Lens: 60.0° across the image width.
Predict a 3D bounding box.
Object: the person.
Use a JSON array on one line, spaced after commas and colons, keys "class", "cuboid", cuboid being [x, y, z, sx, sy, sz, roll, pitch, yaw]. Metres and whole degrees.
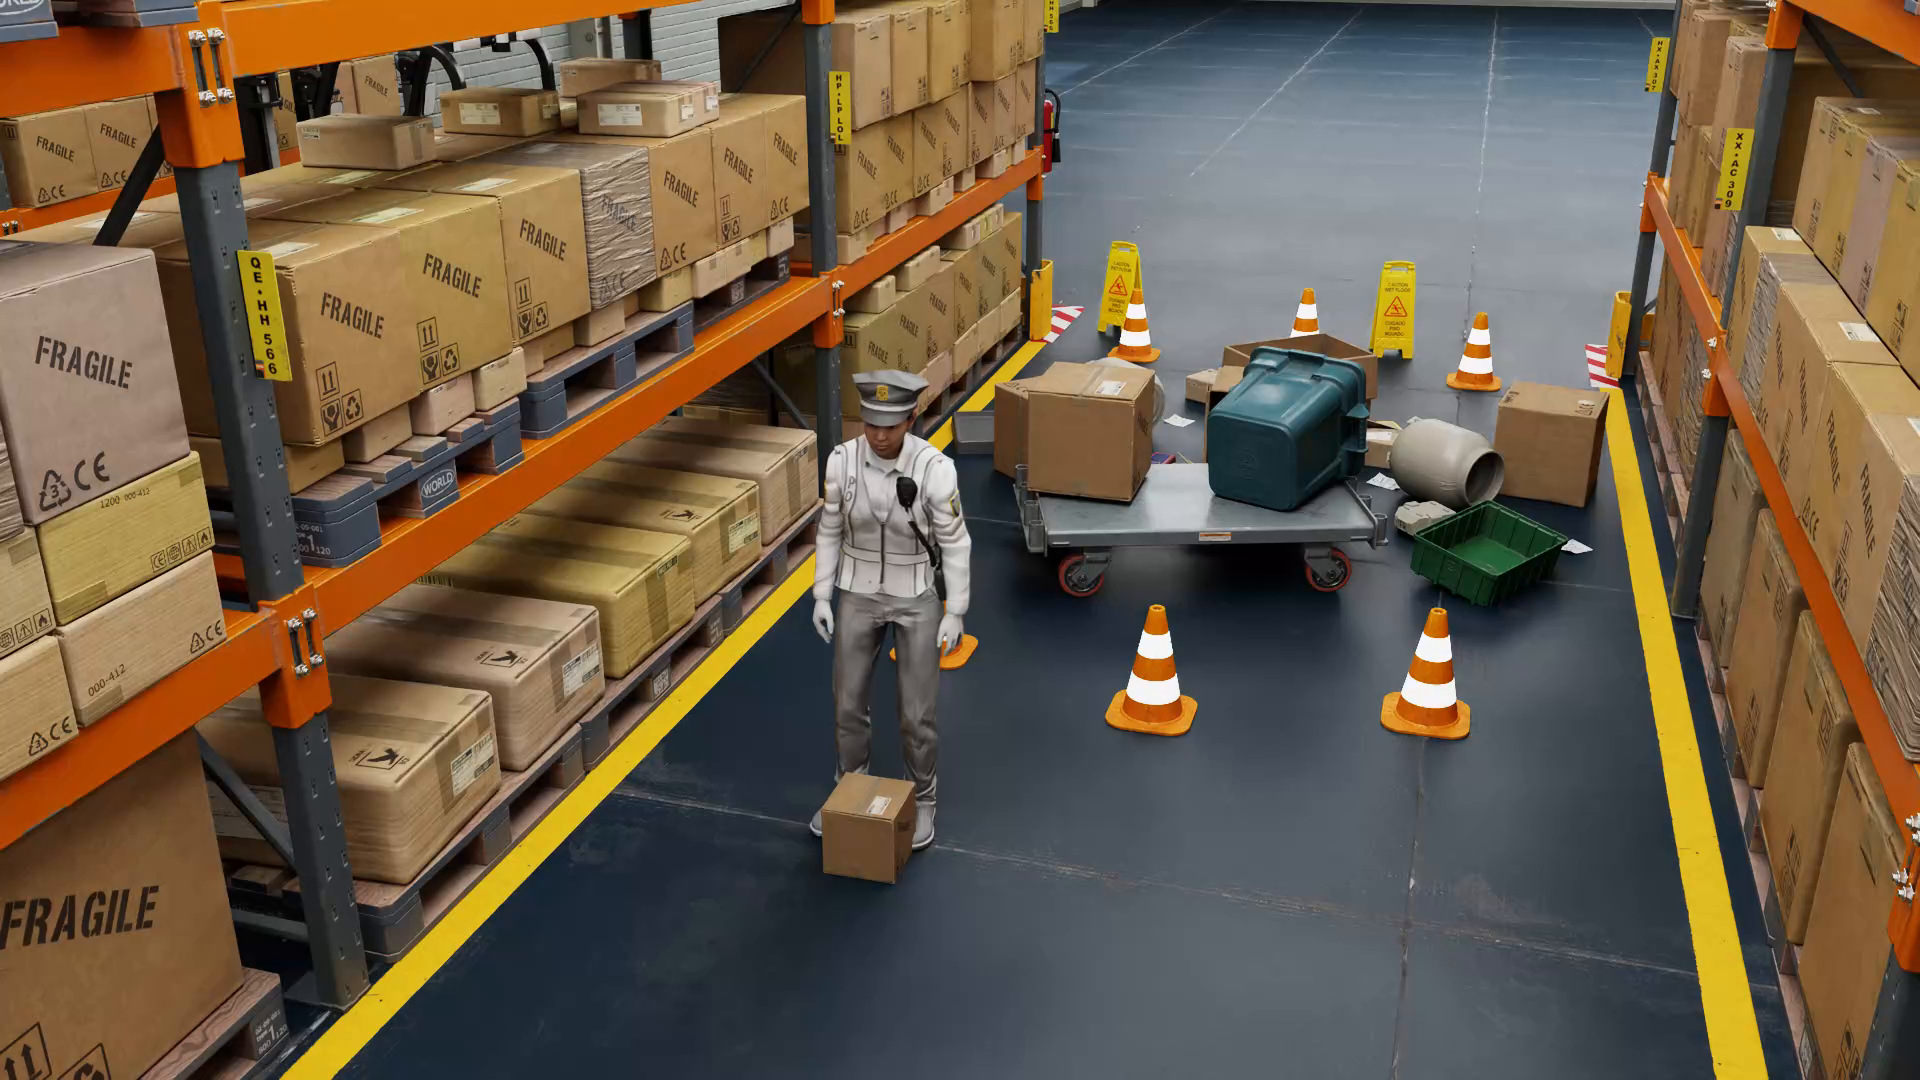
[{"class": "person", "cuboid": [-0.235, 0.224, 5.535, 0.541, 1.662, 0.375, 5, 23, 12]}]
